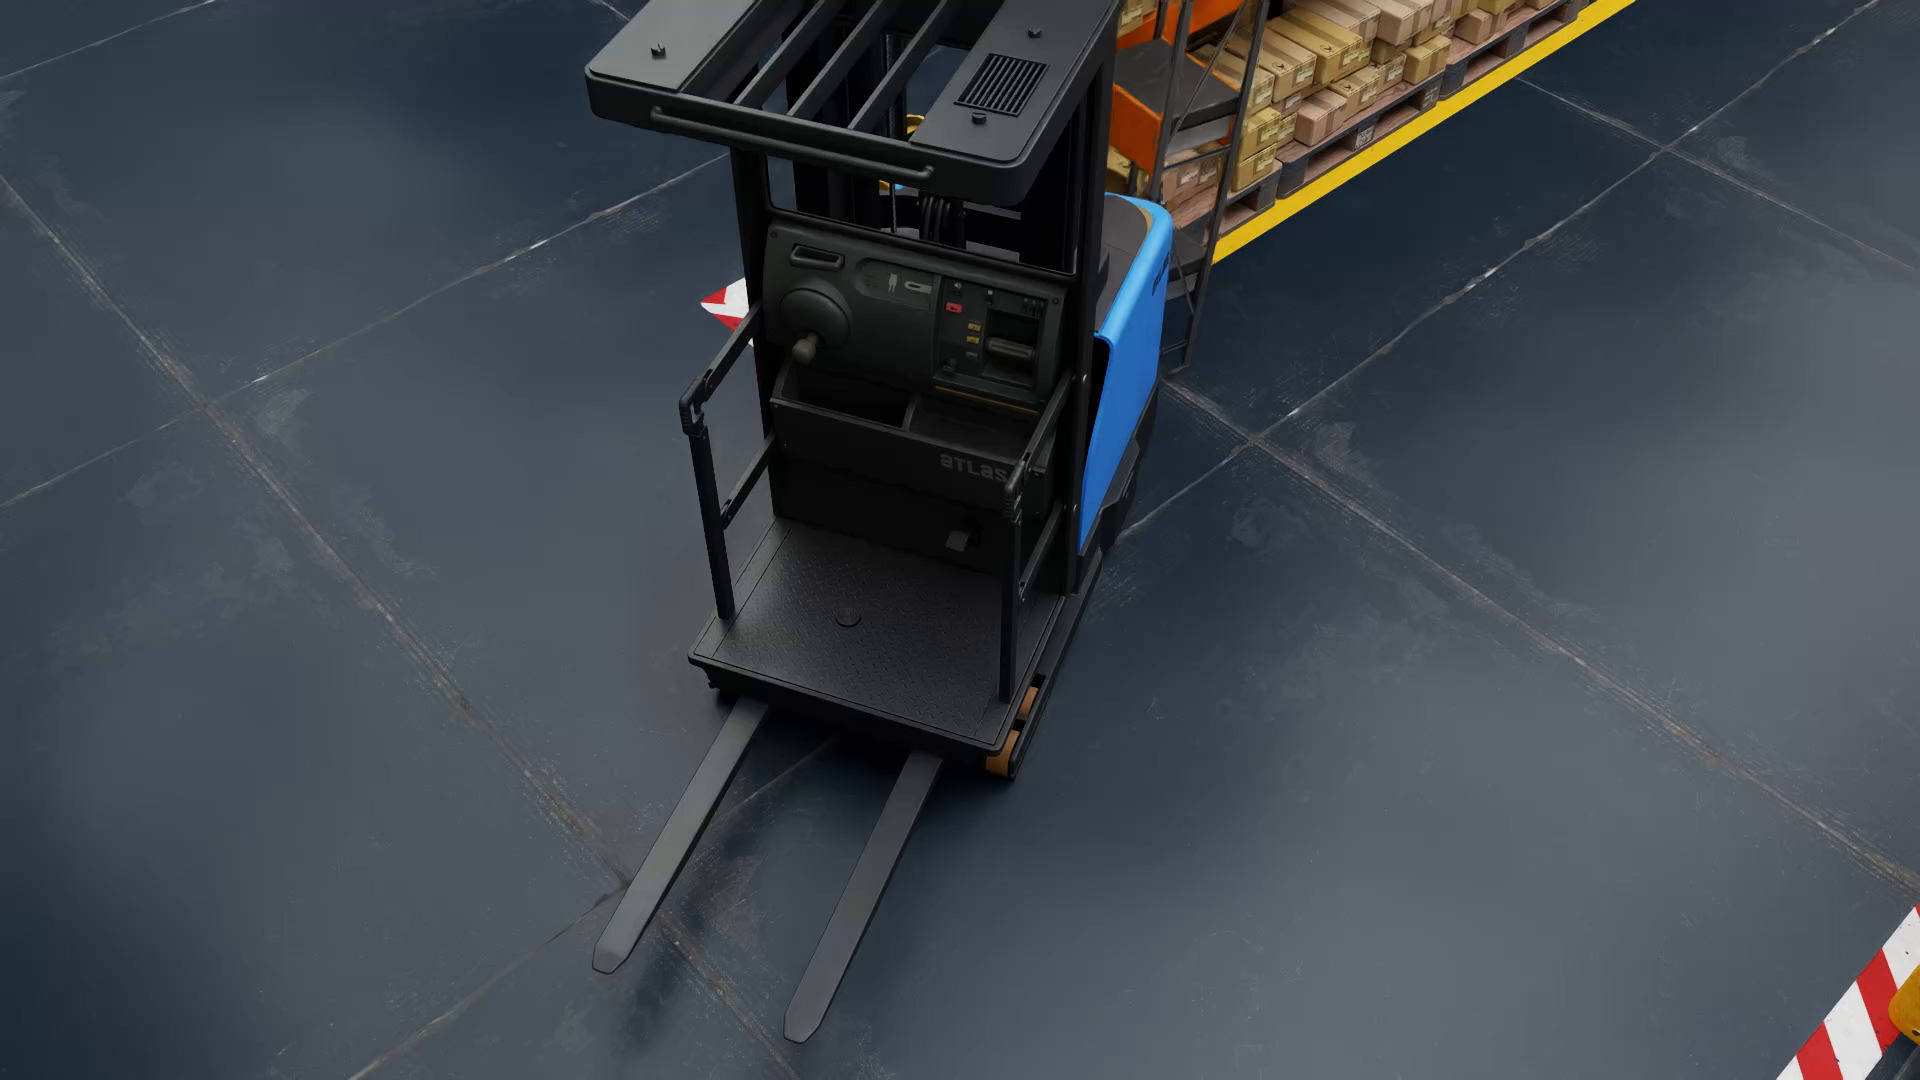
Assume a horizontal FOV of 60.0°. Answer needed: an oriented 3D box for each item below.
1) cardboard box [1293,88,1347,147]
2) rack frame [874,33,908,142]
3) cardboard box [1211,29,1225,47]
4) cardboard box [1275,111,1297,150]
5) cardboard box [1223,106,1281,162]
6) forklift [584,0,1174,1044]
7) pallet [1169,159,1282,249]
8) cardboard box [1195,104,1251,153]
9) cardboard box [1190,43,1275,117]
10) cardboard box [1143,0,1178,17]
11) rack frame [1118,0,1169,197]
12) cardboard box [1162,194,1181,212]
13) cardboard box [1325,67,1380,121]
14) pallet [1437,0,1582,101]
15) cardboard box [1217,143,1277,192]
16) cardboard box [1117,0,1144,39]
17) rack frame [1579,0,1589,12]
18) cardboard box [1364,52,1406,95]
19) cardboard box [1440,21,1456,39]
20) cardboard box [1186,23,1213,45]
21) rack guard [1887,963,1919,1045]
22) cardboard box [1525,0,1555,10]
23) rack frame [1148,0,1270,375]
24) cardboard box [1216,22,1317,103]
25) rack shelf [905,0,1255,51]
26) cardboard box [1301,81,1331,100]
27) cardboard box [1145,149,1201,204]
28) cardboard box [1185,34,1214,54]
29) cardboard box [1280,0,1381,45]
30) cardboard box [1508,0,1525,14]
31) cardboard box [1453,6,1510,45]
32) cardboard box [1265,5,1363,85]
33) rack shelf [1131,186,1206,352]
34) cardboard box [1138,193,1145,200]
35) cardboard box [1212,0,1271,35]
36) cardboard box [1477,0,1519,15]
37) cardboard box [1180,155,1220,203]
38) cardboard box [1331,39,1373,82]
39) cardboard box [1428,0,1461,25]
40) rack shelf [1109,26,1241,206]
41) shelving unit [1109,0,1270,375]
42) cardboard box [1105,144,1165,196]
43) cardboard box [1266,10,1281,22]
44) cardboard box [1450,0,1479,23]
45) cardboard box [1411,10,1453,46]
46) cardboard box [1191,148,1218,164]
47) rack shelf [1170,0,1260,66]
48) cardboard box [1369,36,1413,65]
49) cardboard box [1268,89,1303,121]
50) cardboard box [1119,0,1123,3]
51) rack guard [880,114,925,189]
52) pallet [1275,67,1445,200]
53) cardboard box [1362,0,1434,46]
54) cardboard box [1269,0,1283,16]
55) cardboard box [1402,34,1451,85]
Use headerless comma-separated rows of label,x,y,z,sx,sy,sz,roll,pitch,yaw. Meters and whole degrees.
cardboard box,1.561,-2.009,7.717,0.380,0.149,0.250,36,57,29
rack frame,0.010,-2.128,6.172,0.127,3.000,1.000,-34,56,-27
cardboard box,1.168,-2.458,7.929,0.250,0.149,0.380,-31,55,-25
cardboard box,1.318,-1.933,7.647,0.250,0.149,0.380,-34,56,-27
cardboard box,1.195,-1.865,7.382,0.250,0.149,0.380,-32,55,-26
forklift,-0.221,-0.561,4.773,1.130,2.935,3.031,15,49,14
pallet,0.691,-1.602,7.585,1.213,0.211,1.003,-34,56,-27
cardboard box,1.022,-1.836,7.152,0.250,0.149,0.380,-34,56,-27
cardboard box,1.149,-2.004,7.307,0.380,0.149,0.250,36,57,29
cardboard box,0.630,-2.173,6.385,0.250,0.149,0.380,-32,55,-26
rack frame,0.578,-1.680,6.312,0.400,2.100,0.015,-24,52,-27
cardboard box,0.751,-1.562,7.305,0.250,0.149,0.380,-34,56,-27
cardboard box,1.748,-2.160,7.856,0.250,0.149,0.380,-34,56,-27
pallet,2.496,-2.808,8.698,1.213,0.211,1.003,-34,56,-27
cardboard box,1.193,-1.756,7.483,0.250,0.149,0.380,-33,55,-27
cardboard box,0.470,-2.024,6.248,0.250,0.149,0.380,-34,56,-27
rack frame,2.969,-4.105,7.997,0.127,3.000,1.000,-34,56,-27
cardboard box,1.904,-2.298,7.983,0.250,0.149,0.380,-33,55,-27
cardboard box,2.231,-2.589,8.252,0.250,0.149,0.380,-35,56,-28
cardboard box,0.957,-2.451,7.720,0.250,0.149,0.380,-32,55,-26
rack guard,3.254,1.479,4.545,0.348,0.500,1.175,-34,56,-27
cardboard box,2.908,-2.902,8.541,0.250,0.149,0.380,-33,55,-27
rack frame,0.857,-1.381,6.045,0.400,2.100,0.015,-24,52,-27
cardboard box,1.361,-2.136,7.429,0.250,0.149,0.380,-32,55,-26
rack shelf,1.489,-2.873,7.349,4.000,0.370,1.077,-34,56,-27
cardboard box,1.500,-2.205,7.695,0.250,0.149,0.380,-31,54,-25
cardboard box,0.811,-1.628,7.163,0.250,0.149,0.380,-34,56,-27
cardboard box,0.966,-2.341,7.821,0.250,0.149,0.380,-33,55,-27
cardboard box,1.708,-2.417,7.689,0.250,0.149,0.380,-34,56,-27
cardboard box,2.660,-2.819,8.464,0.250,0.149,0.380,-32,55,-26
cardboard box,2.508,-2.653,8.311,0.250,0.149,0.380,-36,57,-28
cardboard box,1.586,-2.241,7.526,0.250,0.149,0.380,-33,55,-27
rack shelf,0.663,-1.029,6.683,0.431,0.518,0.480,-24,52,-27
cardboard box,0.570,-1.524,7.067,0.250,0.149,0.380,-32,55,-26
cardboard box,1.227,-2.521,7.785,0.250,0.149,0.380,-36,57,-28
cardboard box,2.572,-2.771,8.217,0.250,0.149,0.380,-36,57,-28
cardboard box,0.930,-1.689,7.421,0.250,0.149,0.380,-33,55,-27
cardboard box,1.707,-2.333,7.813,0.250,0.149,0.380,-31,55,-26
cardboard box,2.157,-2.620,7.876,0.380,0.149,0.250,36,57,29
rack shelf,0.716,-1.521,6.188,0.431,0.518,0.480,-24,52,-27
shelving unit,0.717,-1.531,6.179,0.431,2.100,0.503,-24,52,-27
cardboard box,0.626,-1.579,6.916,0.250,0.149,0.380,-36,57,-29
cardboard box,1.353,-2.609,8.068,0.250,0.149,0.380,-33,55,-27
cardboard box,2.320,-2.700,8.152,0.250,0.149,0.380,-33,55,-27
cardboard box,2.145,-2.563,8.026,0.250,0.149,0.380,-32,55,-26
cardboard box,0.932,-1.797,7.319,0.250,0.149,0.380,-33,55,-27
rack shelf,0.770,-2.013,5.693,0.431,0.518,0.480,-24,52,-27
cardboard box,1.933,-2.442,7.914,0.380,0.149,0.250,36,57,29
cardboard box,1.327,-2.048,7.550,0.380,0.149,0.250,36,57,29
cardboard box,0.528,-2.334,6.092,0.500,0.500,0.500,-31,55,-26
rack guard,0.066,-1.318,7.126,0.348,0.500,1.175,-34,56,-27
pallet,1.593,-2.202,8.138,1.213,0.211,1.003,-34,56,-27
cardboard box,1.966,-2.480,7.747,0.250,0.149,0.380,-36,57,-28
cardboard box,1.402,-2.666,7.918,0.250,0.149,0.380,-33,56,-27
cardboard box,2.143,-2.390,8.068,0.250,0.149,0.380,-34,56,-27
